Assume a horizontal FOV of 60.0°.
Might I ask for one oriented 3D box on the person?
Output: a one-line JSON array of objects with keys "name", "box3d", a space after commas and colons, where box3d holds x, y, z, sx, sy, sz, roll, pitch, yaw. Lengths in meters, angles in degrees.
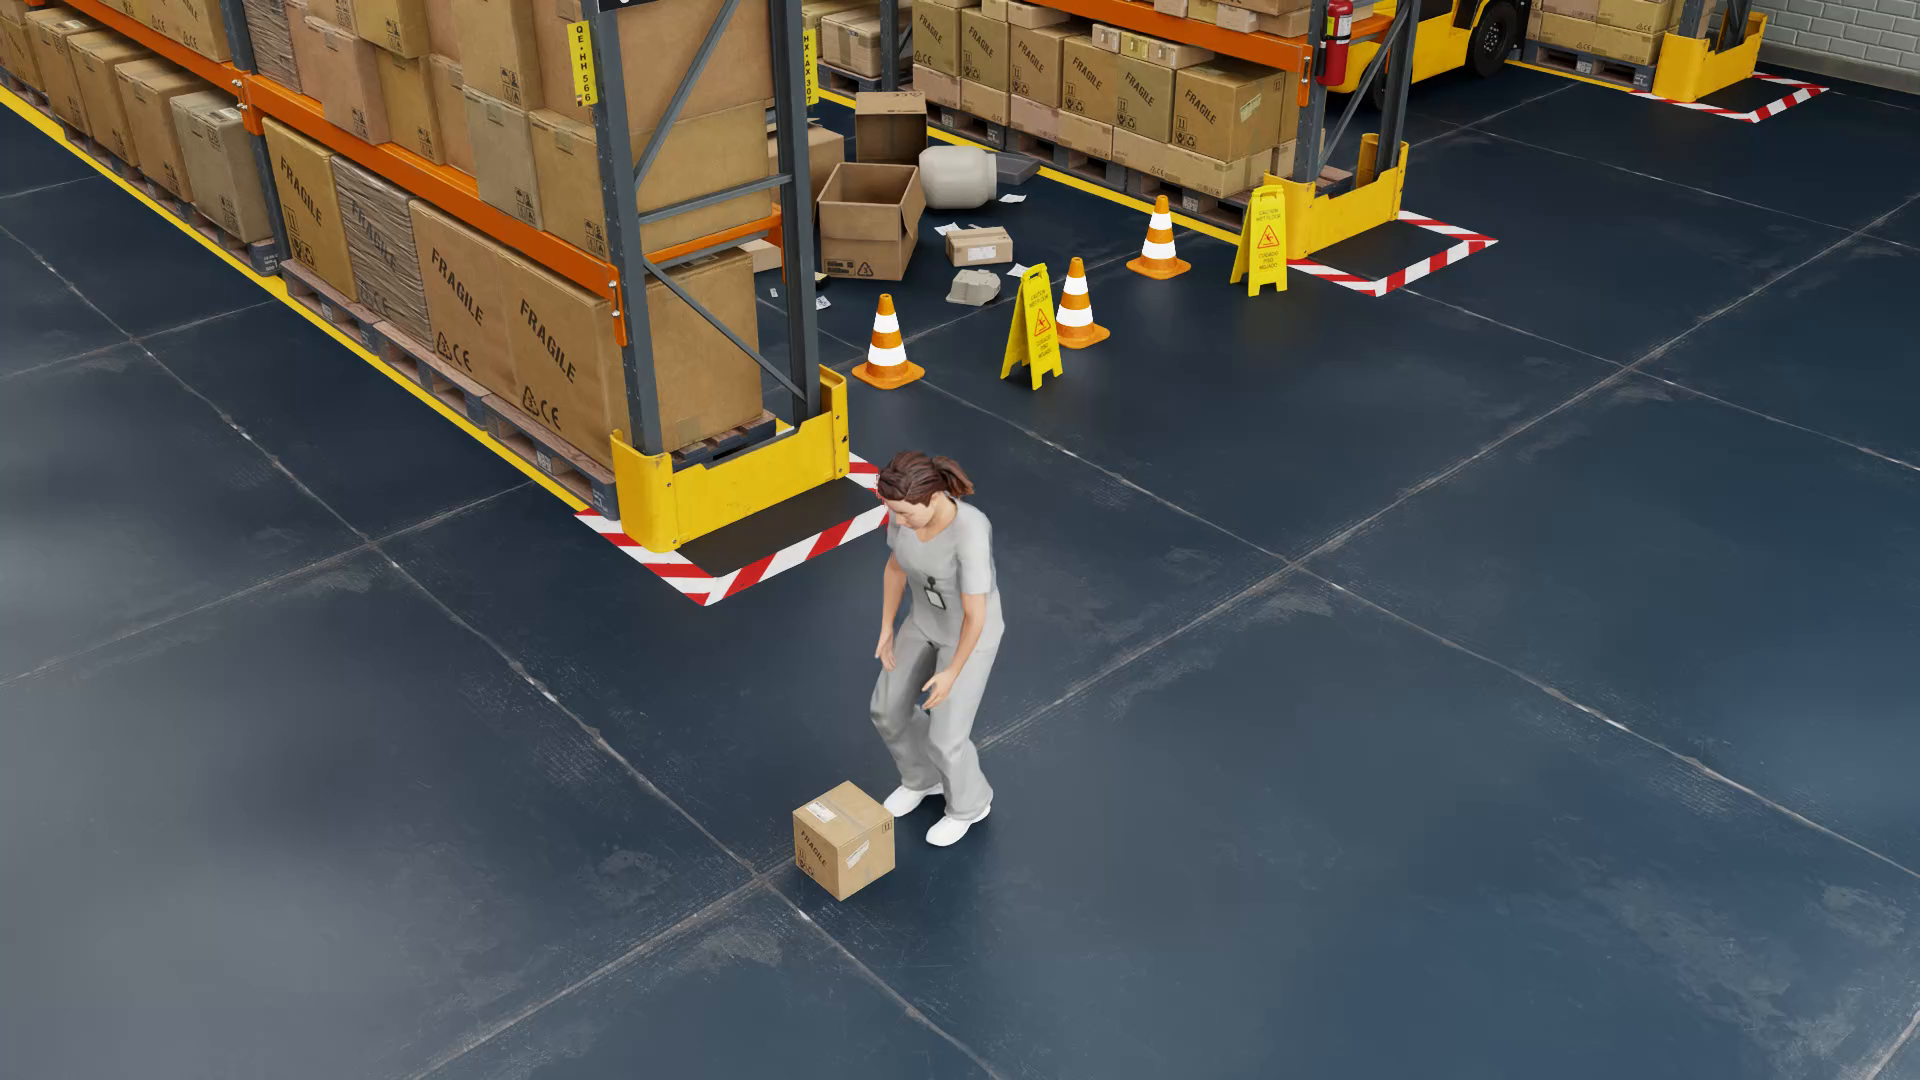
[{"name": "person", "box3d": [-0.067, 0.352, 5.677, 0.467, 1.574, 0.475, -25, 40, -34]}]
